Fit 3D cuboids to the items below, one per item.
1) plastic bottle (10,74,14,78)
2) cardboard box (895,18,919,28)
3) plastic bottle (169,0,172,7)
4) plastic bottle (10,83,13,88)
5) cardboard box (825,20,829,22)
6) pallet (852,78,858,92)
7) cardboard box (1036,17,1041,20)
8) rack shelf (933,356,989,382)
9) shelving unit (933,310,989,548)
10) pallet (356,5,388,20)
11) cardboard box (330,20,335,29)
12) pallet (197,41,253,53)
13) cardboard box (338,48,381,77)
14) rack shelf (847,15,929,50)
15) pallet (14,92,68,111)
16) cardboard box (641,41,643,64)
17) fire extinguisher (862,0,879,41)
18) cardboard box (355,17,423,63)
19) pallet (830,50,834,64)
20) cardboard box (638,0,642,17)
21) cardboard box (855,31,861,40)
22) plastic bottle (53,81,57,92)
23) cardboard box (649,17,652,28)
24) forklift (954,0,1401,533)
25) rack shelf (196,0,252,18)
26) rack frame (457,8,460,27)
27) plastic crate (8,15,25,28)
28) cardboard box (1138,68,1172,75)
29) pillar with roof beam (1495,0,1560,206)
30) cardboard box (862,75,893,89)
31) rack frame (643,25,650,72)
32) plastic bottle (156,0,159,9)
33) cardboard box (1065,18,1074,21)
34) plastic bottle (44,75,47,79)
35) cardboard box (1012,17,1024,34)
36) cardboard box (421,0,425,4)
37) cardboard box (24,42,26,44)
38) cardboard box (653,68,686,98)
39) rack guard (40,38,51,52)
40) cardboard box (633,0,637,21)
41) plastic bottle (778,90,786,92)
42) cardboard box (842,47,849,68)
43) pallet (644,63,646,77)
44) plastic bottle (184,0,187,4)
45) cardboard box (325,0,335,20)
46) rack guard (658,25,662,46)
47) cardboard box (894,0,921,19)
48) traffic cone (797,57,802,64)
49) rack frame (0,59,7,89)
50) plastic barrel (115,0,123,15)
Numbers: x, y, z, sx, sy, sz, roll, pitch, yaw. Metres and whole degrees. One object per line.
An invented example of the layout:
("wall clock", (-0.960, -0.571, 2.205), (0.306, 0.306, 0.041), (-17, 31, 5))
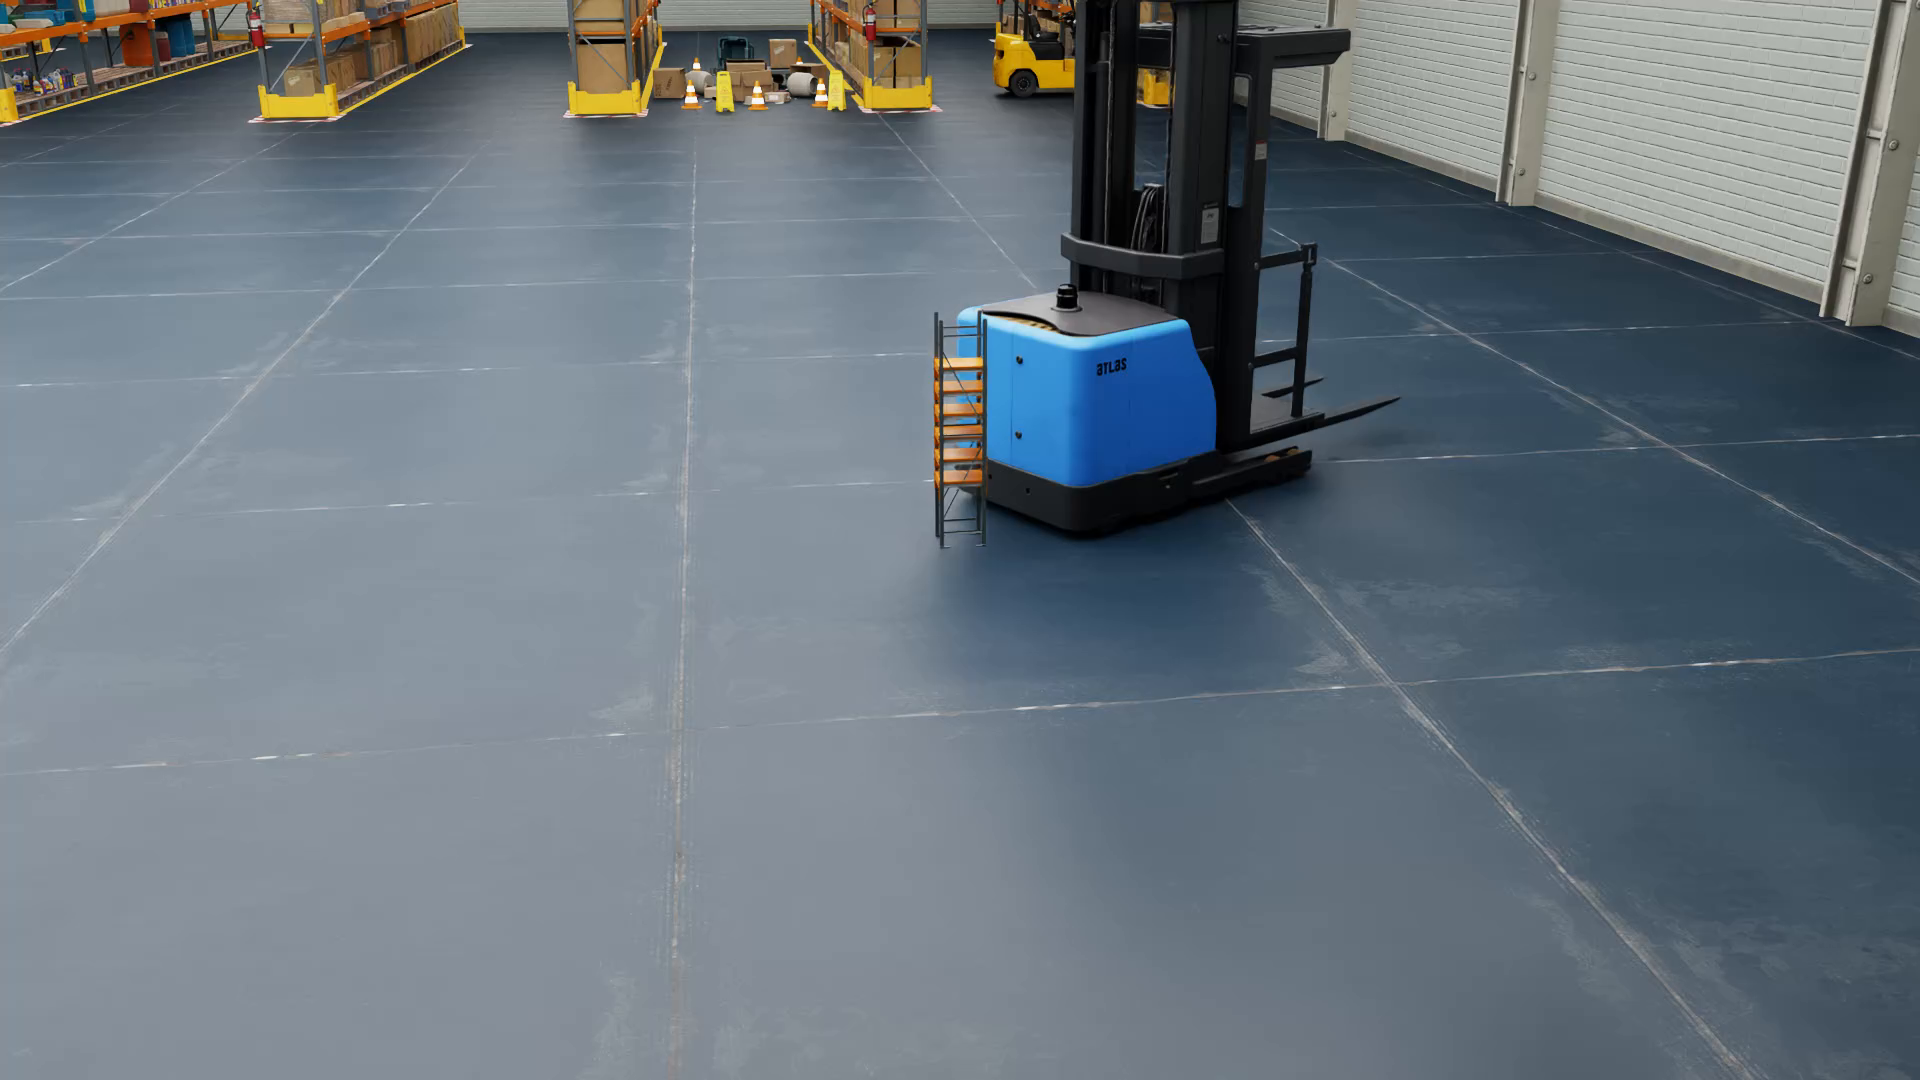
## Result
("plastic bottle", (-16.636, -8.026, 29.172), (0.061, 0.283, 0.133), (-2, 21, -5))
("cardboard box", (-0.911, -8.893, 28.598), (0.380, 0.149, 0.250), (-3, 21, -8))
("plastic bottle", (-16.871, -11.491, 35.372), (0.152, 0.276, 0.135), (-3, 21, -8))
("plastic bottle", (-16.382, -7.791, 28.660), (0.097, 0.201, 0.097), (0, 20, 0))
("cardboard box", (-3.039, -12.879, 41.973), (0.875, 0.438, 0.875), (-2, 21, -6))
("pallet", (-1.512, -8.730, 31.789), (1.003, 0.211, 1.213), (-3, 21, -8))
("cardboard box", (2.019, -12.389, 39.645), (0.380, 0.149, 0.250), (-3, 21, -9))
("rack shelf", (0.002, -0.853, 8.382), (0.258, 0.103, 0.180), (-3, 21, -8))
("shelving unit", (0.002, -0.557, 8.493), (0.258, 1.200, 0.189), (-3, 21, -8))
("pallet", (-11.417, -9.950, 31.343), (1.003, 0.211, 1.213), (-3, 21, -8))
("cardboard box", (-10.803, -8.723, 28.143), (0.380, 0.149, 0.250), (-3, 21, -8))
("pallet", (-18.001, -12.079, 40.754), (1.003, 0.211, 1.213), (-3, 21, -8))
("cardboard box", (-11.568, -9.182, 31.958), (0.700, 0.500, 0.500), (-3, 21, -8))
("rack shelf", (-1.356, -9.238, 30.191), (1.077, 0.370, 4.000), (-3, 21, -8))
("pallet", (-16.117, -7.554, 28.638), (1.003, 0.211, 1.213), (-3, 21, -8))
("cardboard box", (-6.842, -9.670, 32.935), (1.050, 0.750, 0.750), (-3, 21, -8))
("fire extinguisher", (-1.507, -8.783, 28.056), (0.296, 0.674, 0.183), (-3, 21, -8))
("cardboard box", (-12.106, -10.594, 35.230), (1.225, 0.875, 0.875), (-4, 21, -10))
("pallet", (-2.432, -11.044, 37.985), (1.003, 0.211, 1.213), (-3, 21, -8))
("cardboard box", (-6.337, -10.225, 31.663), (0.500, 0.500, 0.500), (-3, 21, -7))
("cardboard box", (-1.750, -9.296, 30.649), (0.380, 0.149, 0.250), (-2, 21, -5))
("plastic bottle", (-15.836, -7.930, 29.032), (0.097, 0.201, 0.097), (0, 20, 0))
("cardboard box", (-7.262, -11.706, 37.671), (0.500, 0.250, 0.500), (-2, 21, -5))
("forklift", (1.420, -1.818, 9.394), (3.031, 2.935, 1.130), (-17, 26, -37))
("rack shelf", (-17.793, -12.643, 39.308), (1.077, 0.370, 4.000), (-3, 21, -8))
("rack frame", (-13.180, -13.922, 41.705), (1.000, 3.000, 0.127), (-3, 21, -8))
("plastic crate", (-16.435, -8.934, 28.653), (0.450, 0.188, 0.662), (-3, 21, -8))
("cardboard box", (3.464, -8.430, 29.614), (0.500, 0.250, 0.500), (-3, 21, -8))
("pillar with roof beam", (2.105, -7.859, 16.897), (9.100, 9.000, 0.400), (-3, 21, -8))
("cardboard box", (-1.454, -8.066, 29.354), (0.500, 0.250, 0.500), (-3, 21, -8))
("rack frame", (-7.104, -11.368, 34.865), (1.000, 3.000, 0.127), (-3, 21, -8))
("plastic bottle", (-16.738, -11.171, 34.516), (0.152, 0.276, 0.135), (-3, 21, -8))
("cardboard box", (2.589, -12.146, 38.993), (0.380, 0.149, 0.250), (-2, 21, -6))
("plastic bottle", (-15.985, -8.003, 29.109), (0.061, 0.283, 0.133), (-3, 21, -8))
("cardboard box", (1.594, -12.997, 42.200), (0.500, 0.500, 0.500), (-3, 21, -7))
("cardboard box", (-12.119, -12.084, 36.640), (0.500, 0.500, 0.500), (-3, 21, -8))
("cardboard box", (-22.692, -11.982, 39.931), (0.380, 0.166, 0.250), (-3, 21, -8))
("cardboard box", (-5.288, -8.327, 30.294), (0.500, 0.500, 0.500), (1, 20, 2))
("rack guard", (-22.973, -12.227, 40.738), (1.175, 0.500, 0.348), (-3, 21, -8))
("cardboard box", (-6.361, -9.737, 30.284), (0.875, 0.550, 0.550), (-3, 21, -8))
("plastic bottle", (-3.314, -8.349, 30.984), (0.133, 0.061, 0.283), (1, 20, 2))
("cardboard box", (-1.931, -9.904, 34.102), (0.950, 0.372, 0.625), (-2, 21, -6))
("pallet", (-7.065, -9.785, 34.612), (1.003, 0.211, 1.213), (-3, 21, -8))
("plastic bottle", (-17.022, -11.899, 36.358), (0.144, 0.351, 0.185), (-3, 21, -8))
("cardboard box", (-11.146, -9.103, 28.234), (0.875, 0.500, 0.500), (-3, 21, -8))
("rack guard", (-8.247, -12.940, 42.648), (1.175, 0.500, 0.348), (-3, 21, -8))
("cardboard box", (-0.861, -9.247, 28.618), (0.500, 0.500, 0.500), (-3, 21, -9))
("traffic cone", (-3.208, -9.438, 33.324), (0.336, 0.463, 0.334), (-3, 21, -8))
("rack frame", (-15.775, -8.133, 26.204), (1.000, 3.000, 0.127), (-3, 21, -8))
("plastic barrel", (-16.508, -10.464, 32.285), (0.421, 0.512, 0.421), (0, 20, 0))
